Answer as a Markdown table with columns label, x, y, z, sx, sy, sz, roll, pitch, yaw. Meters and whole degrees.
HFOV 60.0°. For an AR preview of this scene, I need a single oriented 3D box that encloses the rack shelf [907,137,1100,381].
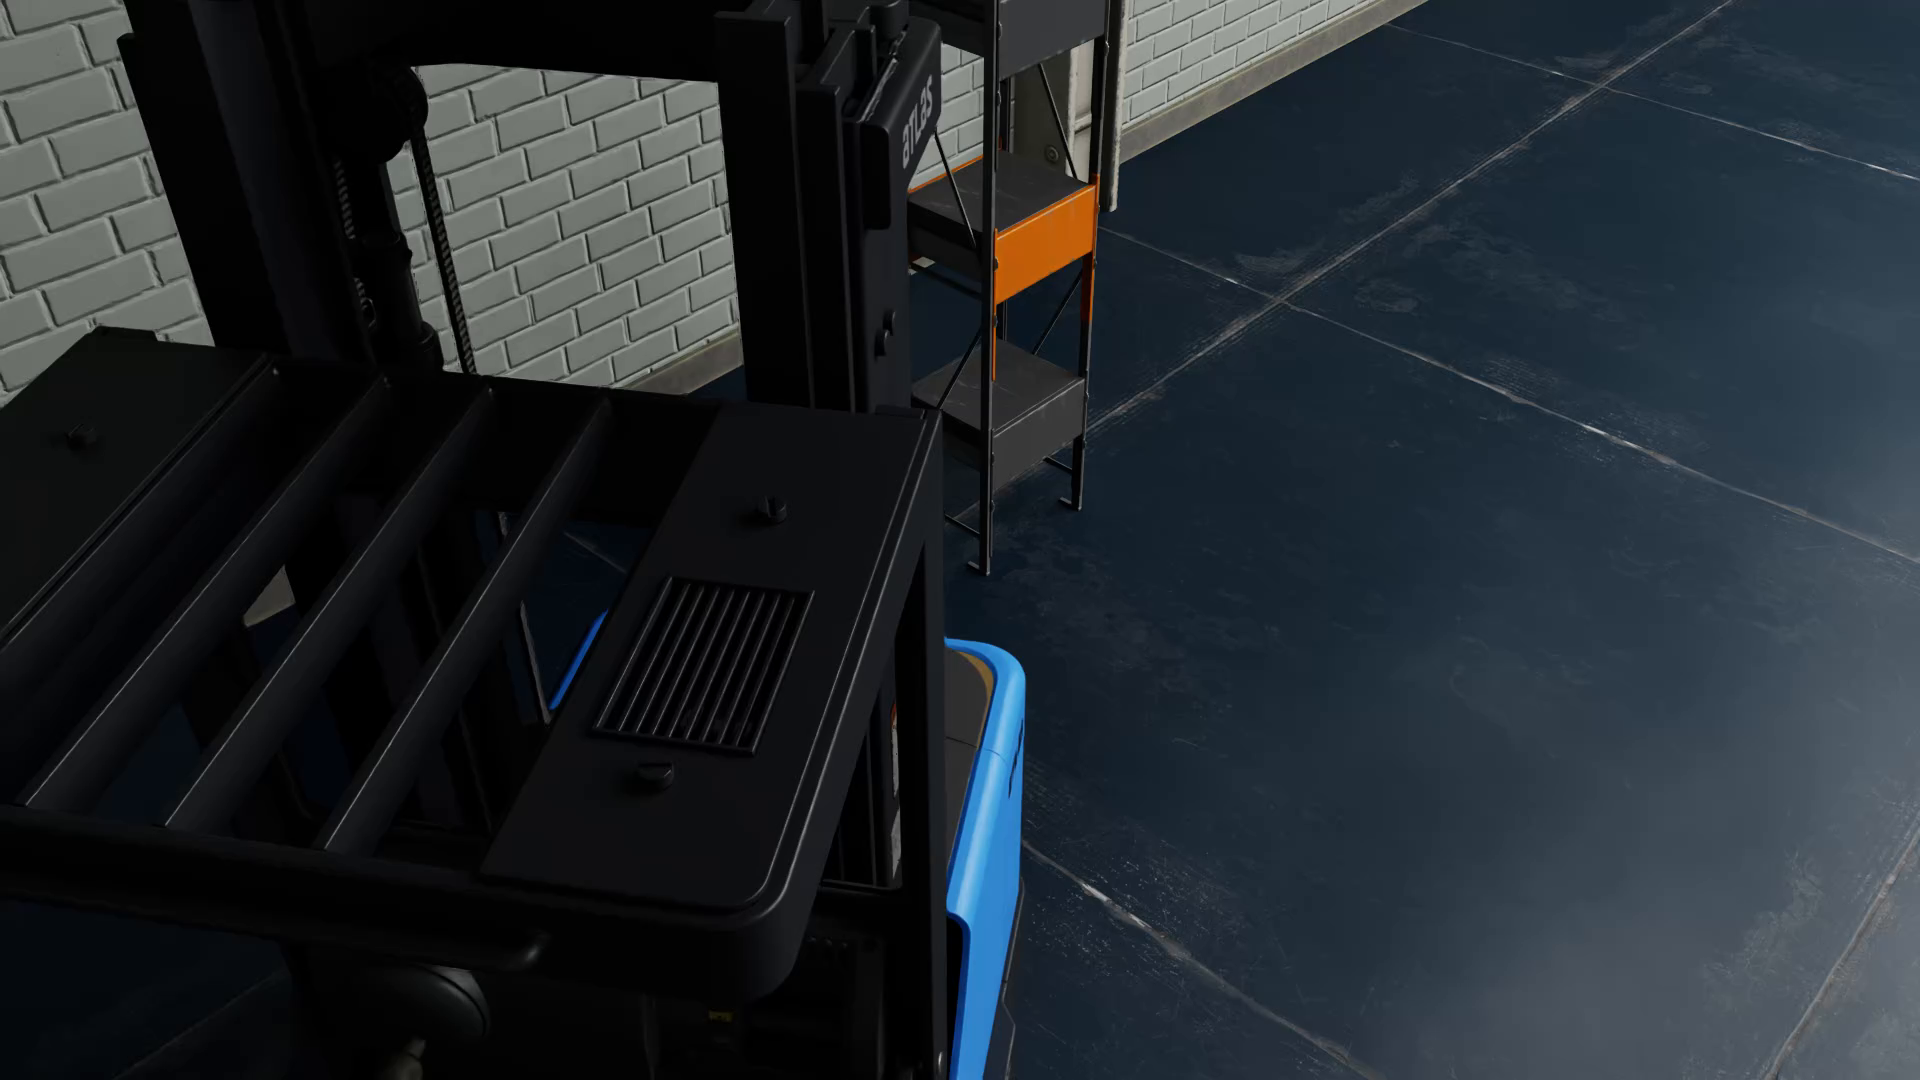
| label | x | y | z | sx | sy | sz | roll | pitch | yaw |
| --- | --- | --- | --- | --- | --- | --- | --- | --- | --- |
| rack shelf | 0.112 | -0.887 | 5.201 | 0.431 | 0.518 | 0.480 | 30 | 47 | 32 |

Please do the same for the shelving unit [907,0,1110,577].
| label | x | y | z | sx | sy | sz | roll | pitch | yaw |
| --- | --- | --- | --- | --- | --- | --- | --- | --- | --- |
| shelving unit | 0.112 | -0.898 | 5.192 | 0.431 | 2.100 | 0.503 | 30 | 47 | 32 |

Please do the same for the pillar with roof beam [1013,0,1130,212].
| label | x | y | z | sx | sy | sz | roll | pitch | yaw |
| --- | --- | --- | --- | --- | --- | --- | --- | --- | --- |
| pillar with roof beam | 3.658 | -3.222 | 2.571 | 9.100 | 9.000 | 0.400 | 30 | 47 | 32 |

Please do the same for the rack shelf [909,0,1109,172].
| label | x | y | z | sx | sy | sz | roll | pitch | yaw |
| --- | --- | --- | --- | --- | --- | --- | --- | --- | --- |
| rack shelf | 0.112 | -1.435 | 4.765 | 0.431 | 0.518 | 0.480 | 30 | 47 | 32 |

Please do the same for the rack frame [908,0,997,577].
| label | x | y | z | sx | sy | sz | roll | pitch | yaw |
| --- | --- | --- | --- | --- | --- | --- | --- | --- | --- |
| rack frame | -0.053 | -0.786 | 5.051 | 0.400 | 2.100 | 0.015 | 30 | 47 | 32 |

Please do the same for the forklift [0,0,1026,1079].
| label | x | y | z | sx | sy | sz | roll | pitch | yaw |
| --- | --- | --- | --- | --- | --- | --- | --- | --- | --- |
| forklift | -0.607 | 0.780 | 2.414 | 1.130 | 2.935 | 3.031 | 6 | 39 | 8 |

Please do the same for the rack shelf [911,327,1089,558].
| label | x | y | z | sx | sy | sz | roll | pitch | yaw |
| --- | --- | --- | --- | --- | --- | --- | --- | --- | --- |
| rack shelf | 0.112 | -0.339 | 5.636 | 0.431 | 0.518 | 0.480 | 30 | 47 | 32 |

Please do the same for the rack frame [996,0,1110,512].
| label | x | y | z | sx | sy | sz | roll | pitch | yaw |
| --- | --- | --- | --- | --- | --- | --- | --- | --- | --- |
| rack frame | 0.276 | -1.010 | 5.333 | 0.400 | 2.100 | 0.015 | 30 | 47 | 32 |
